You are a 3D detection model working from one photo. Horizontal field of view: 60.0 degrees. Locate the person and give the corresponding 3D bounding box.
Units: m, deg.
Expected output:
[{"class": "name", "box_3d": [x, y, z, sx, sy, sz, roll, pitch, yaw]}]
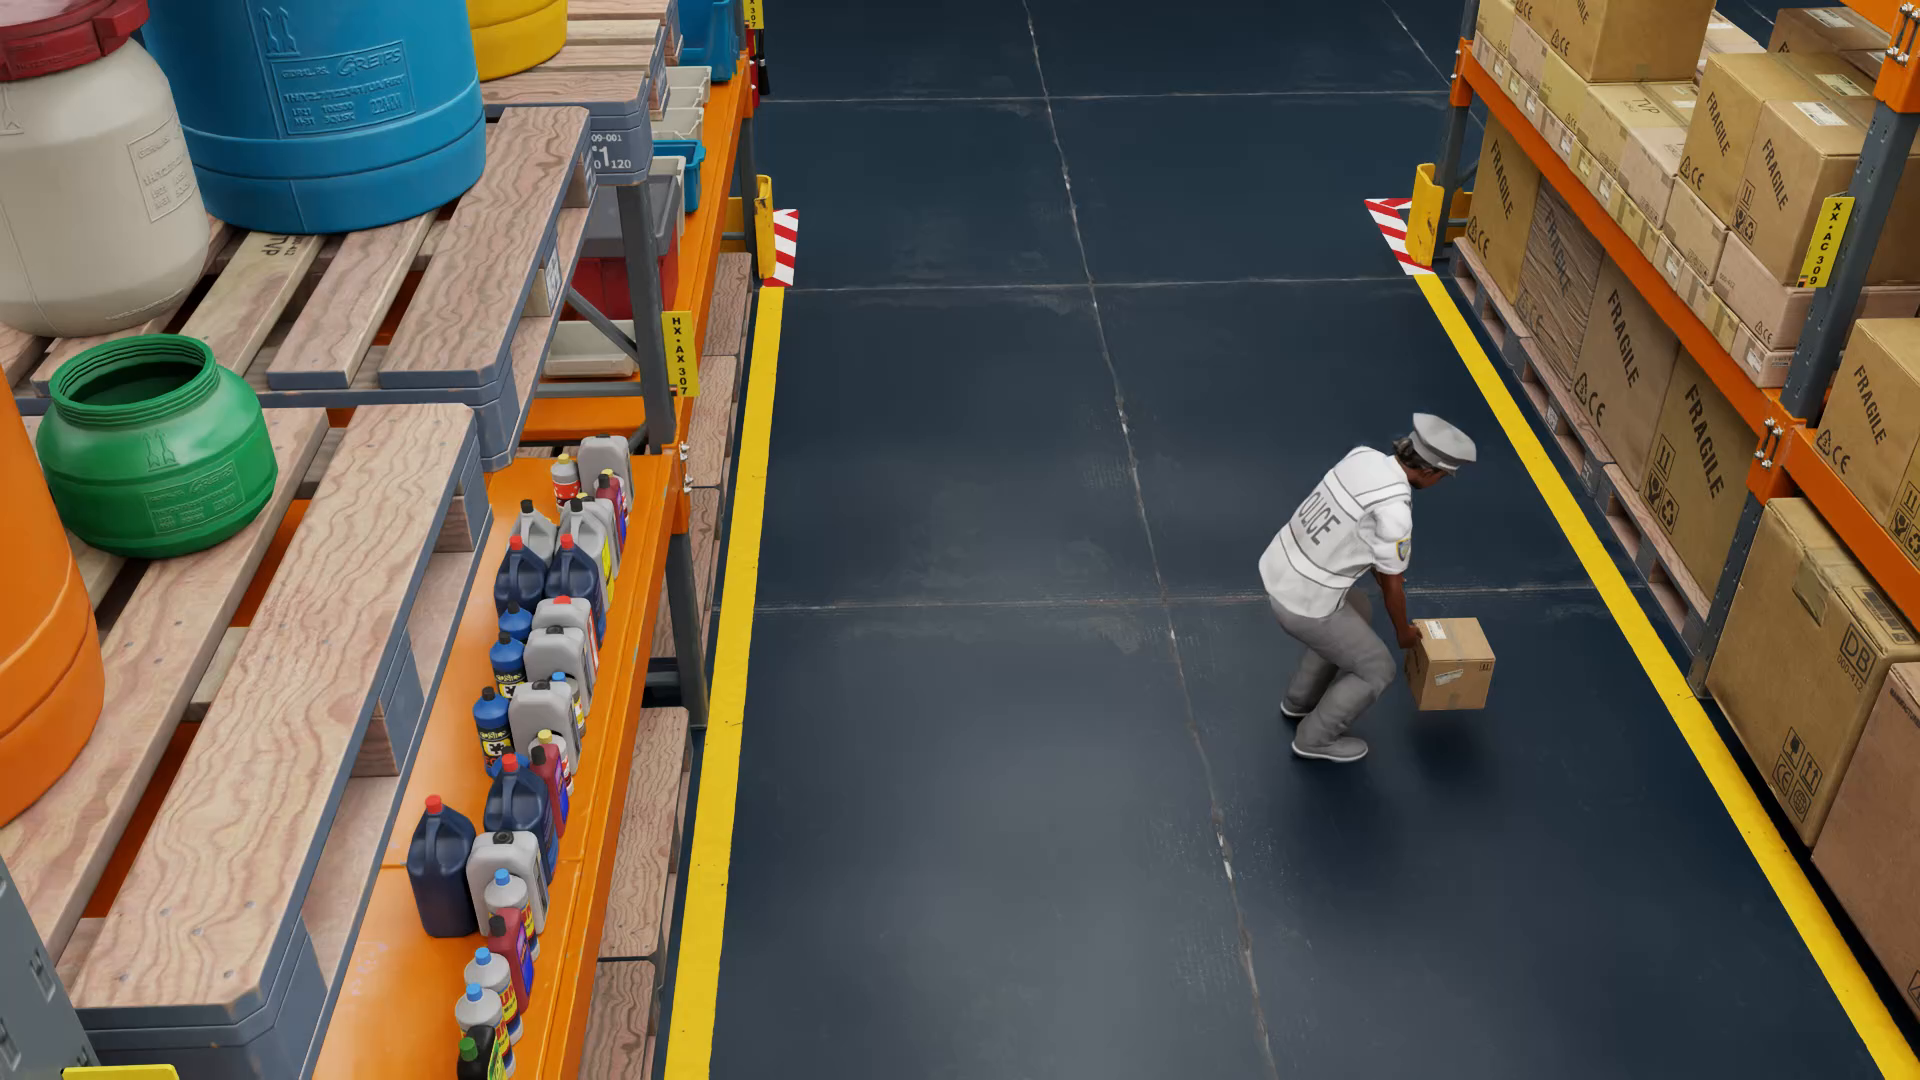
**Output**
[{"class": "person", "box_3d": [1.452, 0.169, 6.155, 0.707, 1.388, 0.496, -1, 35, -2]}]
